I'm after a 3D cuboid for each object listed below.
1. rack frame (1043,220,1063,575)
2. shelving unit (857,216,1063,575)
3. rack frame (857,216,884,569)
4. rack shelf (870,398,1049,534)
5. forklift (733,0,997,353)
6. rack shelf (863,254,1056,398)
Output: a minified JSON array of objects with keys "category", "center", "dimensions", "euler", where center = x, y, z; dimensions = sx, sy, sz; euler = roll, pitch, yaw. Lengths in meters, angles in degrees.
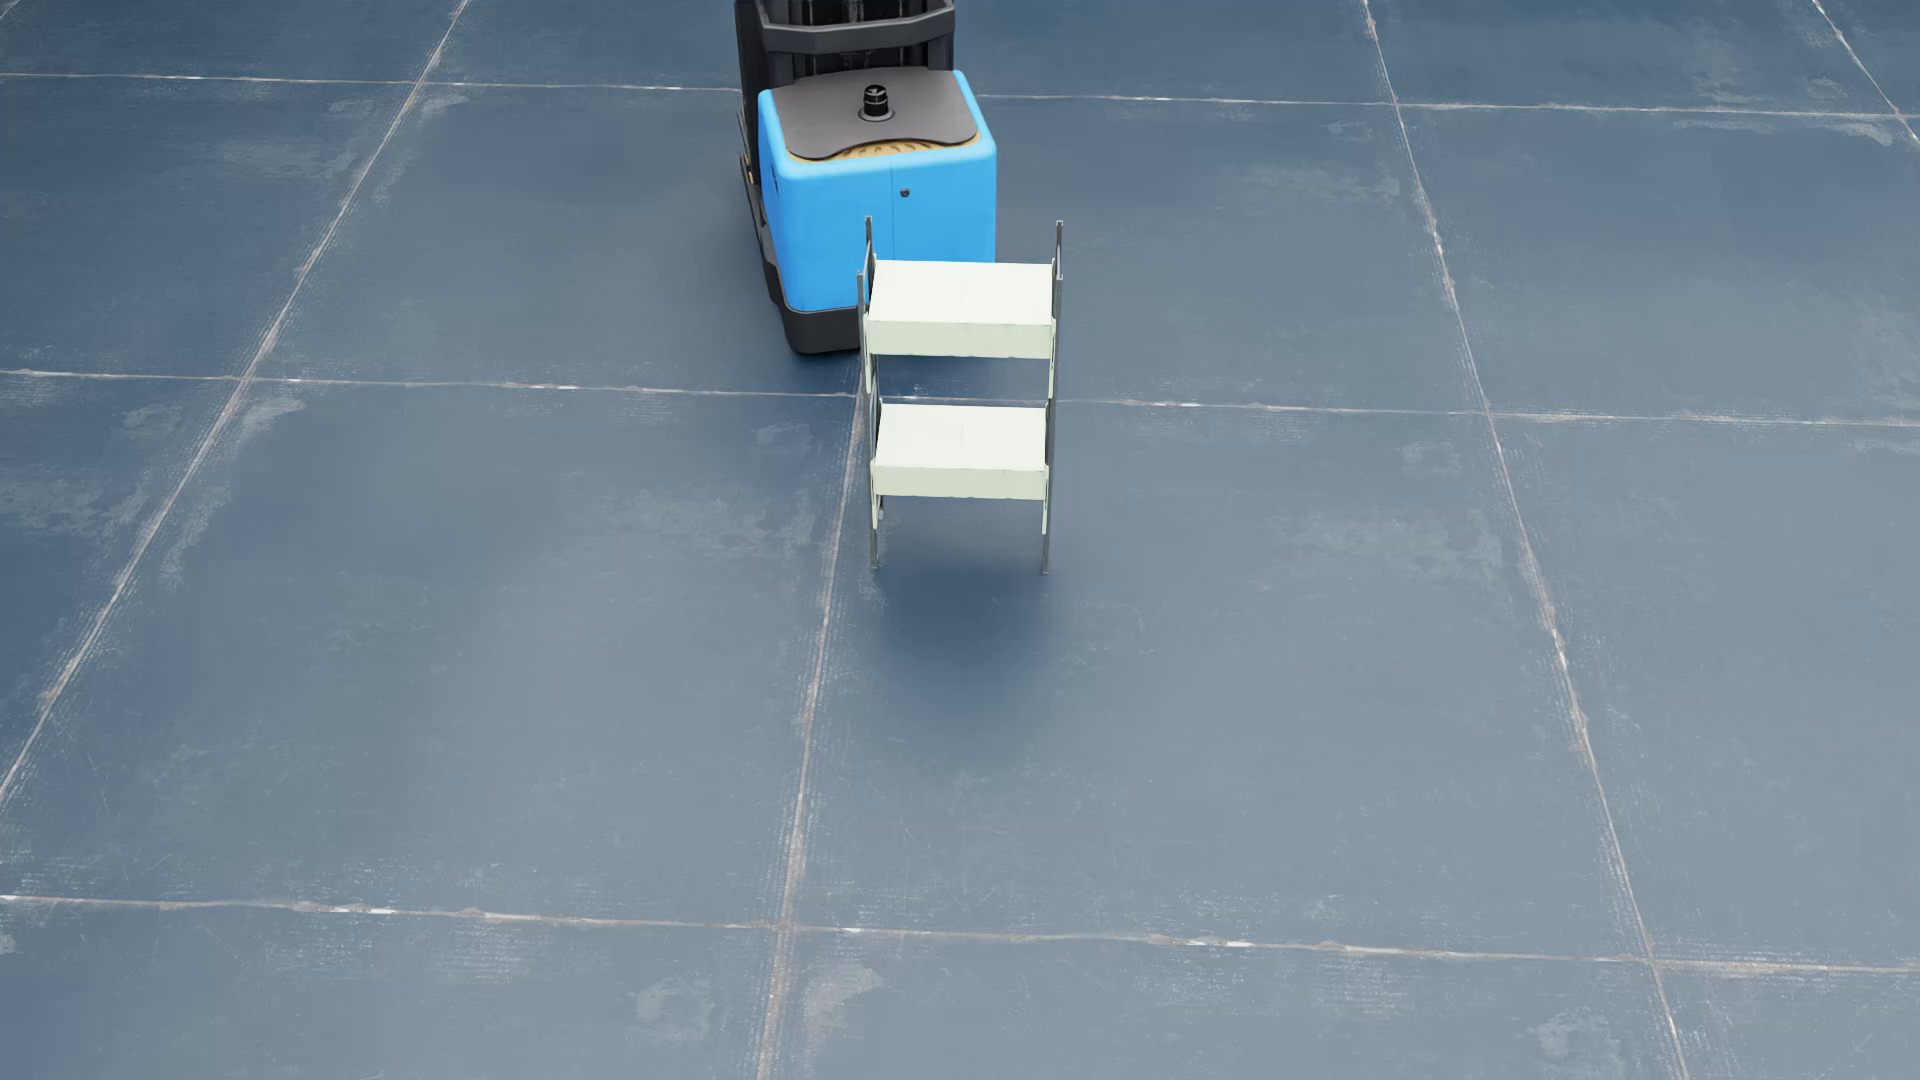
[{"category":"rack frame","center":[0.372,-0.537,6.727],"dimensions":[0.023,1.500,0.400],"euler":[2,43,2]},{"category":"shelving unit","center":[0.007,-0.549,6.739],"dimensions":[0.755,1.500,0.431],"euler":[2,43,2]},{"category":"rack frame","center":[-0.359,-0.560,6.751],"dimensions":[0.023,1.500,0.400],"euler":[2,43,2]},{"category":"rack shelf","center":[0.007,-0.310,6.961],"dimensions":[0.720,0.370,0.431],"euler":[2,43,2]},{"category":"forklift","center":[-0.626,-3.001,8.321],"dimensions":[1.130,2.935,3.031],"euler":[-8,44,-9]},{"category":"rack shelf","center":[0.007,-0.834,6.473],"dimensions":[0.720,0.370,0.431],"euler":[2,43,2]}]
